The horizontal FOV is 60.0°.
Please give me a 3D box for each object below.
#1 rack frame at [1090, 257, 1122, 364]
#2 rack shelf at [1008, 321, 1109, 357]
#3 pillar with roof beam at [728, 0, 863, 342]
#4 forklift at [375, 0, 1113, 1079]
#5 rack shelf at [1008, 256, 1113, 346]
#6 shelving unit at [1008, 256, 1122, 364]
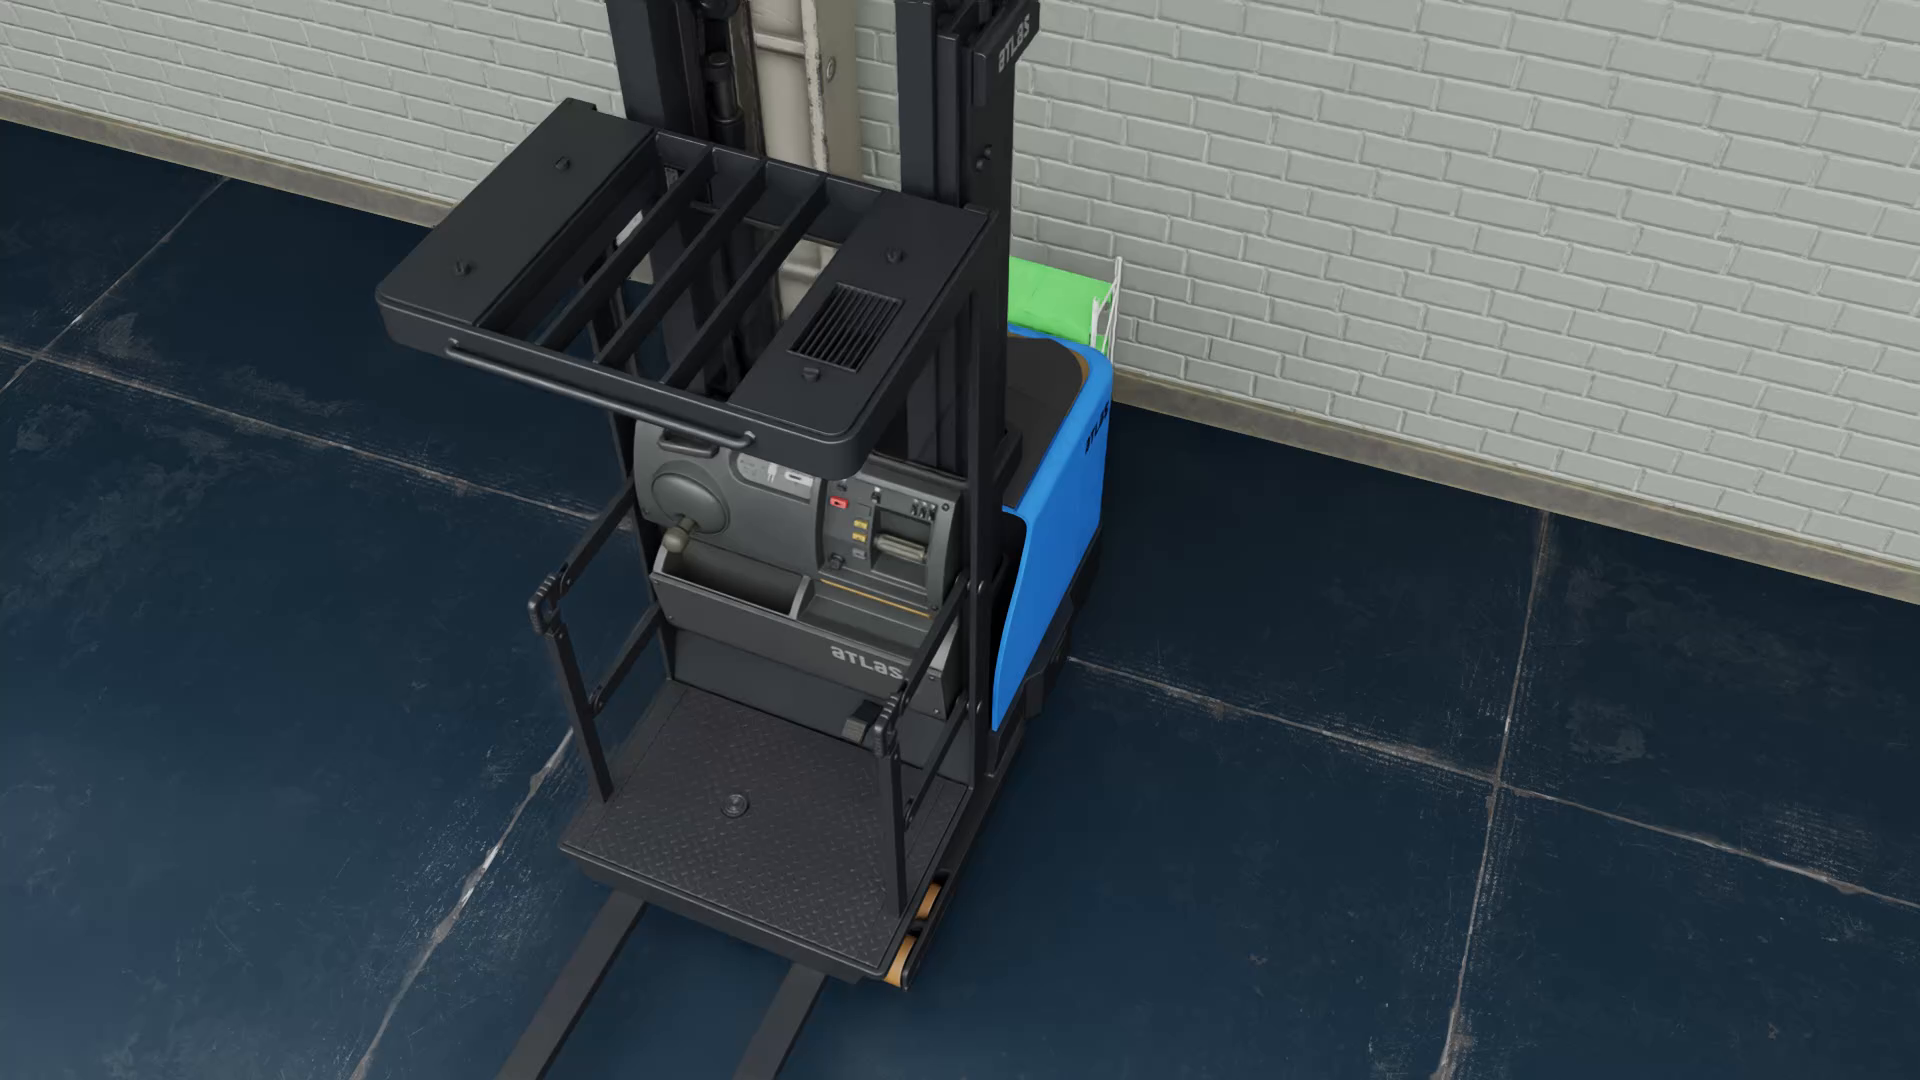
[{"bbox_3d":[0.480,-0.454,5.849,0.015,1.200,0.240,18,51,15],"label":"rack frame"},{"bbox_3d":[0.255,-0.642,5.779,0.480,0.148,0.258,18,51,15],"label":"rack shelf"},{"bbox_3d":[-2.104,-0.710,0.910,0.400,9.000,9.100,16,51,13],"label":"pillar with roof beam"},{"bbox_3d":[-0.532,0.020,4.293,1.130,2.935,3.031,18,51,15],"label":"forklift"},{"bbox_3d":[0.255,-0.799,5.598,0.480,0.148,0.258,18,51,15],"label":"rack shelf"},{"bbox_3d":[0.255,-0.526,5.912,0.503,1.200,0.258,18,51,15],"label":"shelving unit"}]
